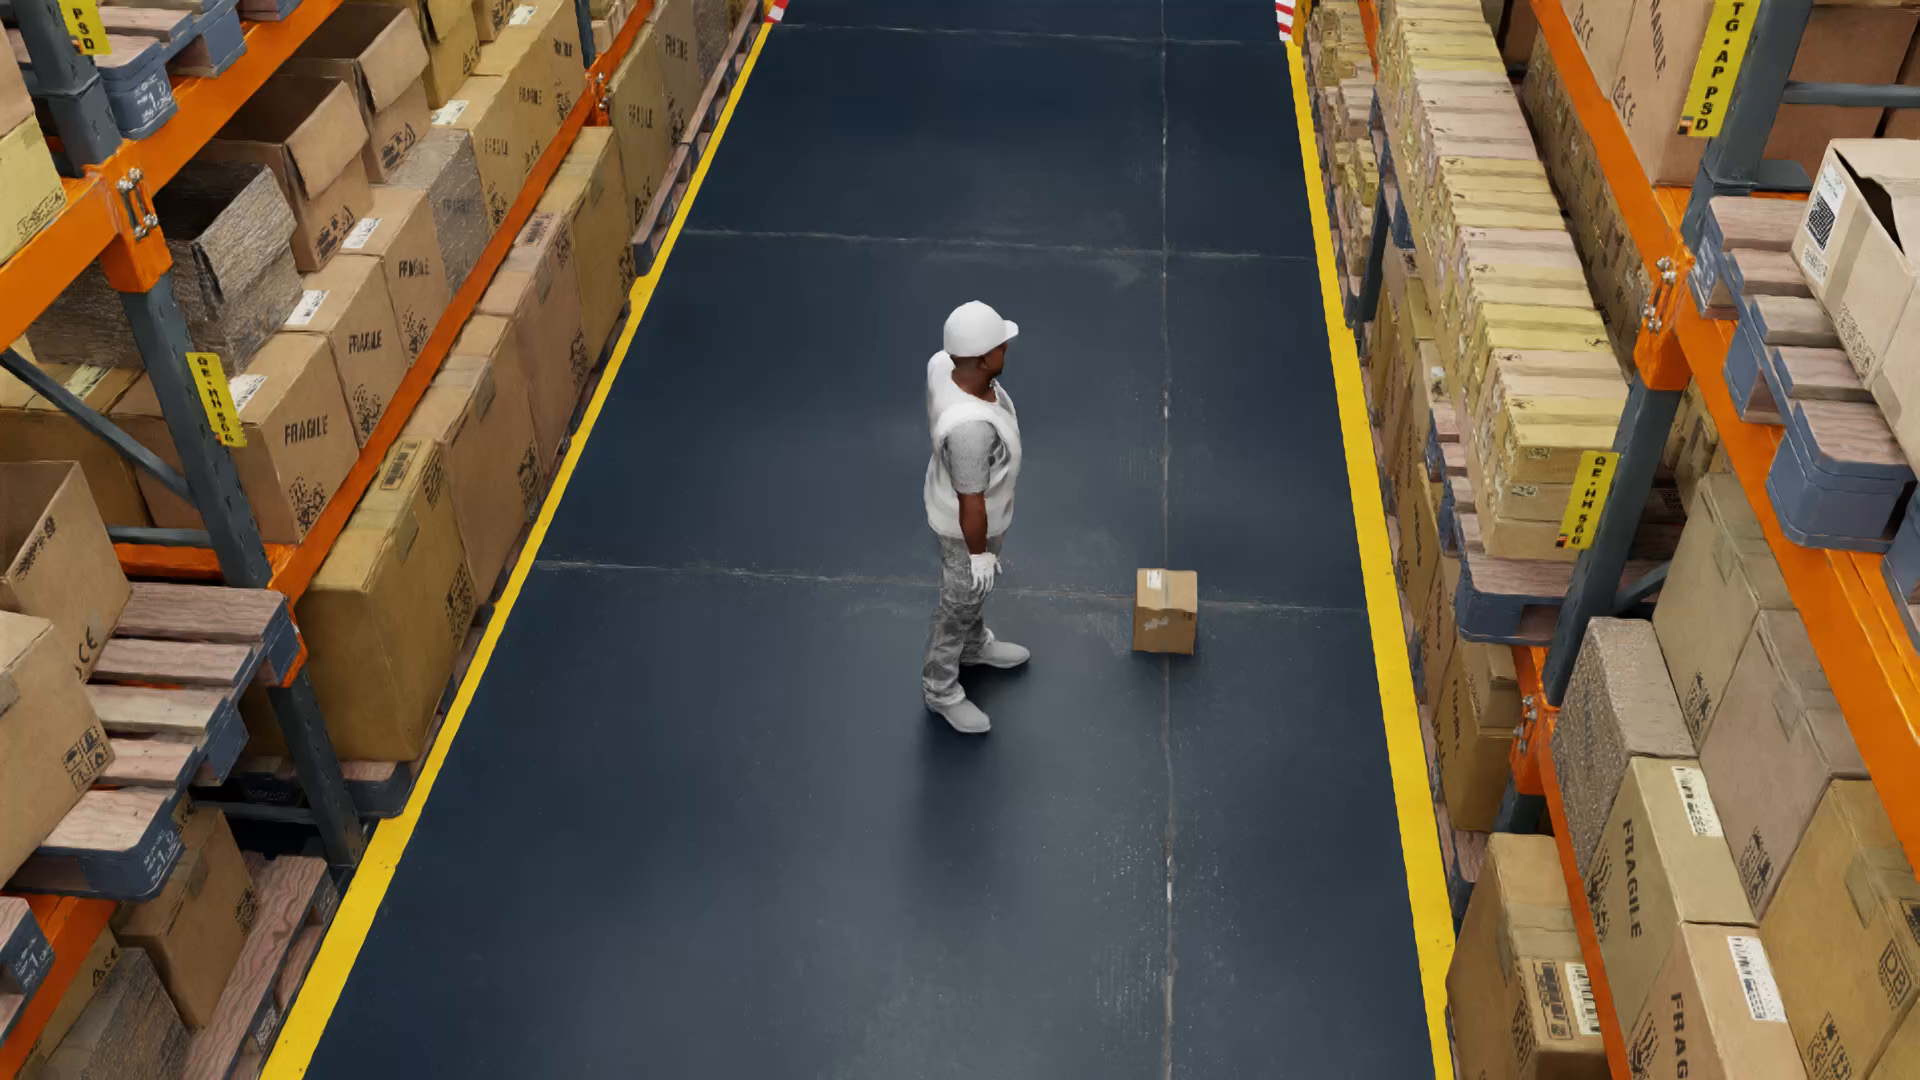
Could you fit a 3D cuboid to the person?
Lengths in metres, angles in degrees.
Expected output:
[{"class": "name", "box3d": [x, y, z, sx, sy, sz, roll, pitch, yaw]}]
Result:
[{"class": "person", "box3d": [0.065, -0.129, 6.260, 0.457, 1.787, 0.680, -2, 40, -3]}]
